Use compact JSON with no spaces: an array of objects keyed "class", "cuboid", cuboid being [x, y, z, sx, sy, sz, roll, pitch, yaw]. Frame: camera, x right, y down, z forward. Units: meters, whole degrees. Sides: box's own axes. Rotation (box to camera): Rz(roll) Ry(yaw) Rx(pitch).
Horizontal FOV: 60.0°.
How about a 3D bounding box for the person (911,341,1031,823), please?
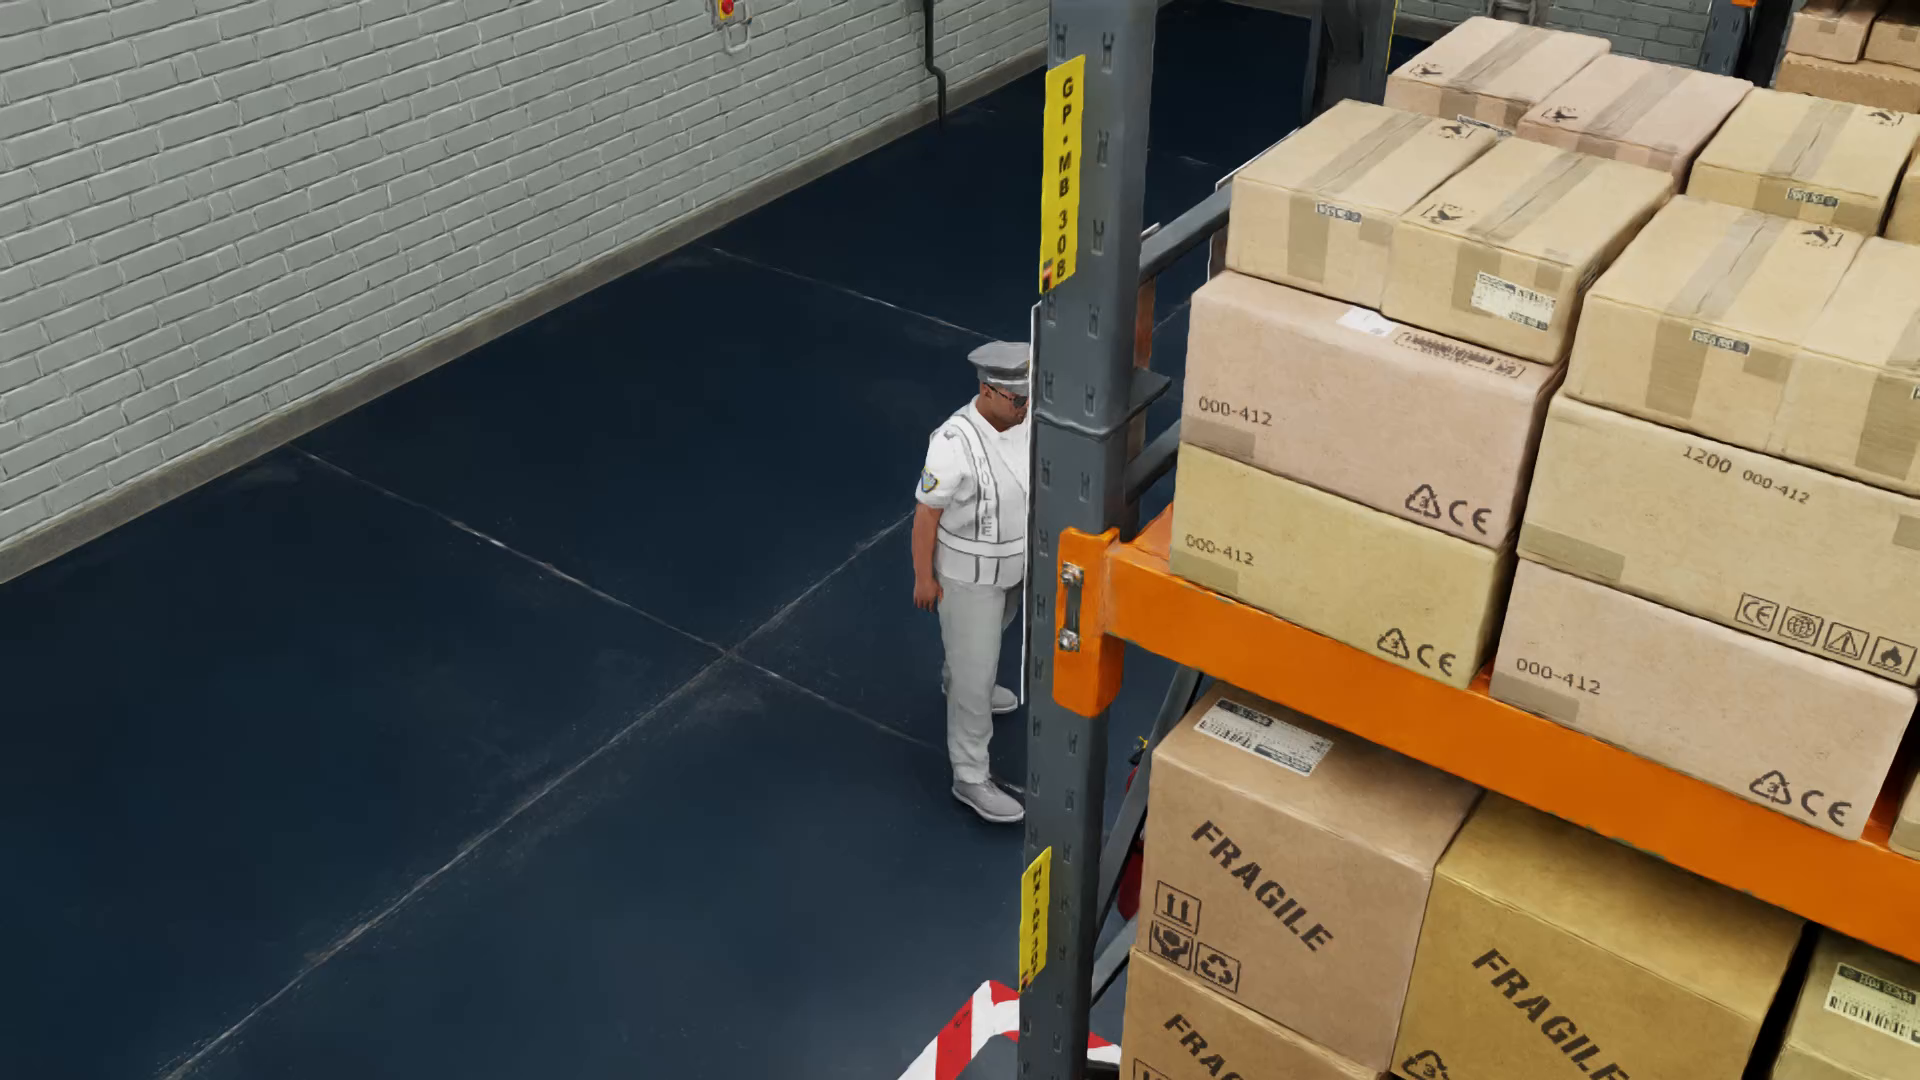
[{"class":"person","cuboid":[0.108,0.106,5.974,0.753,1.713,0.660,26,42,32]}]
